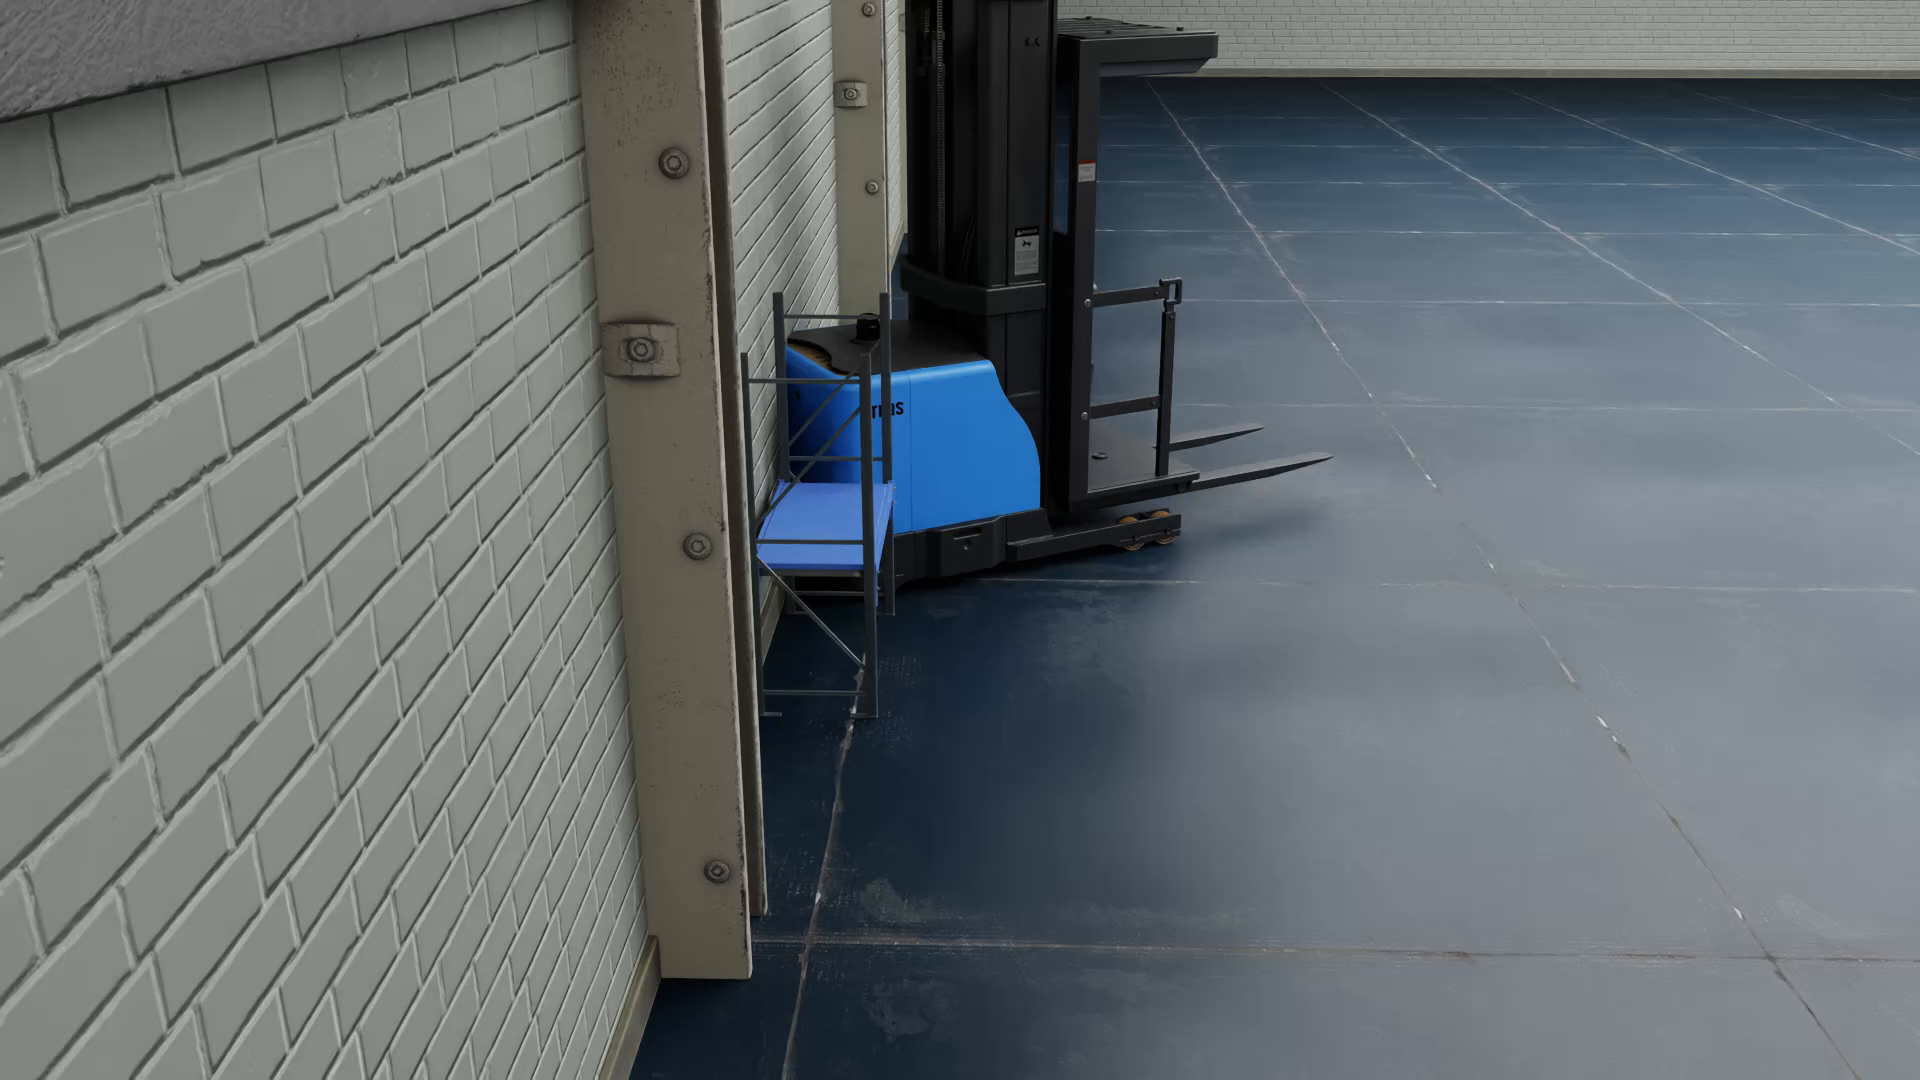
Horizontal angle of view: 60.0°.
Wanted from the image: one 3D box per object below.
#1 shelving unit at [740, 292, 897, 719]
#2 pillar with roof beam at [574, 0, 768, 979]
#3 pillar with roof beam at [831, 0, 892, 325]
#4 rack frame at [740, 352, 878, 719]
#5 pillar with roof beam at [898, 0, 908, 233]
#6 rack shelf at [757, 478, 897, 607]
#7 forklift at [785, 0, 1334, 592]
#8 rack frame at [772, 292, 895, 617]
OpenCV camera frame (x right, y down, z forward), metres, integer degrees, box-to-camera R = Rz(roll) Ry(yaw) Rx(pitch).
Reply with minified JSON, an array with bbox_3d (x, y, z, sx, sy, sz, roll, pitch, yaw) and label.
[{"bbox_3d":[-0.566,-0.173,6.901,0.538,1.500,1.048,1,21,2],"label":"shelving unit"},{"bbox_3d":[3.513,-2.881,3.515,9.100,9.000,0.400,1,21,2],"label":"pillar with roof beam"},{"bbox_3d":[3.696,-5.051,9.106,9.100,9.000,0.400,1,21,2],"label":"pillar with roof beam"},{"bbox_3d":[-0.581,0.011,6.428,0.500,1.500,0.032,1,21,2],"label":"rack frame"},{"bbox_3d":[3.878,-7.220,14.697,9.100,9.000,0.400,1,21,2],"label":"pillar with roof beam"},{"bbox_3d":[-0.566,-0.005,6.967,0.538,0.185,1.000,1,21,2],"label":"rack shelf"},{"bbox_3d":[0.551,-1.471,8.268,3.031,2.935,1.130,-11,24,-26],"label":"forklift"},{"bbox_3d":[-0.551,-0.357,7.375,0.500,1.500,0.032,1,21,2],"label":"rack frame"}]
